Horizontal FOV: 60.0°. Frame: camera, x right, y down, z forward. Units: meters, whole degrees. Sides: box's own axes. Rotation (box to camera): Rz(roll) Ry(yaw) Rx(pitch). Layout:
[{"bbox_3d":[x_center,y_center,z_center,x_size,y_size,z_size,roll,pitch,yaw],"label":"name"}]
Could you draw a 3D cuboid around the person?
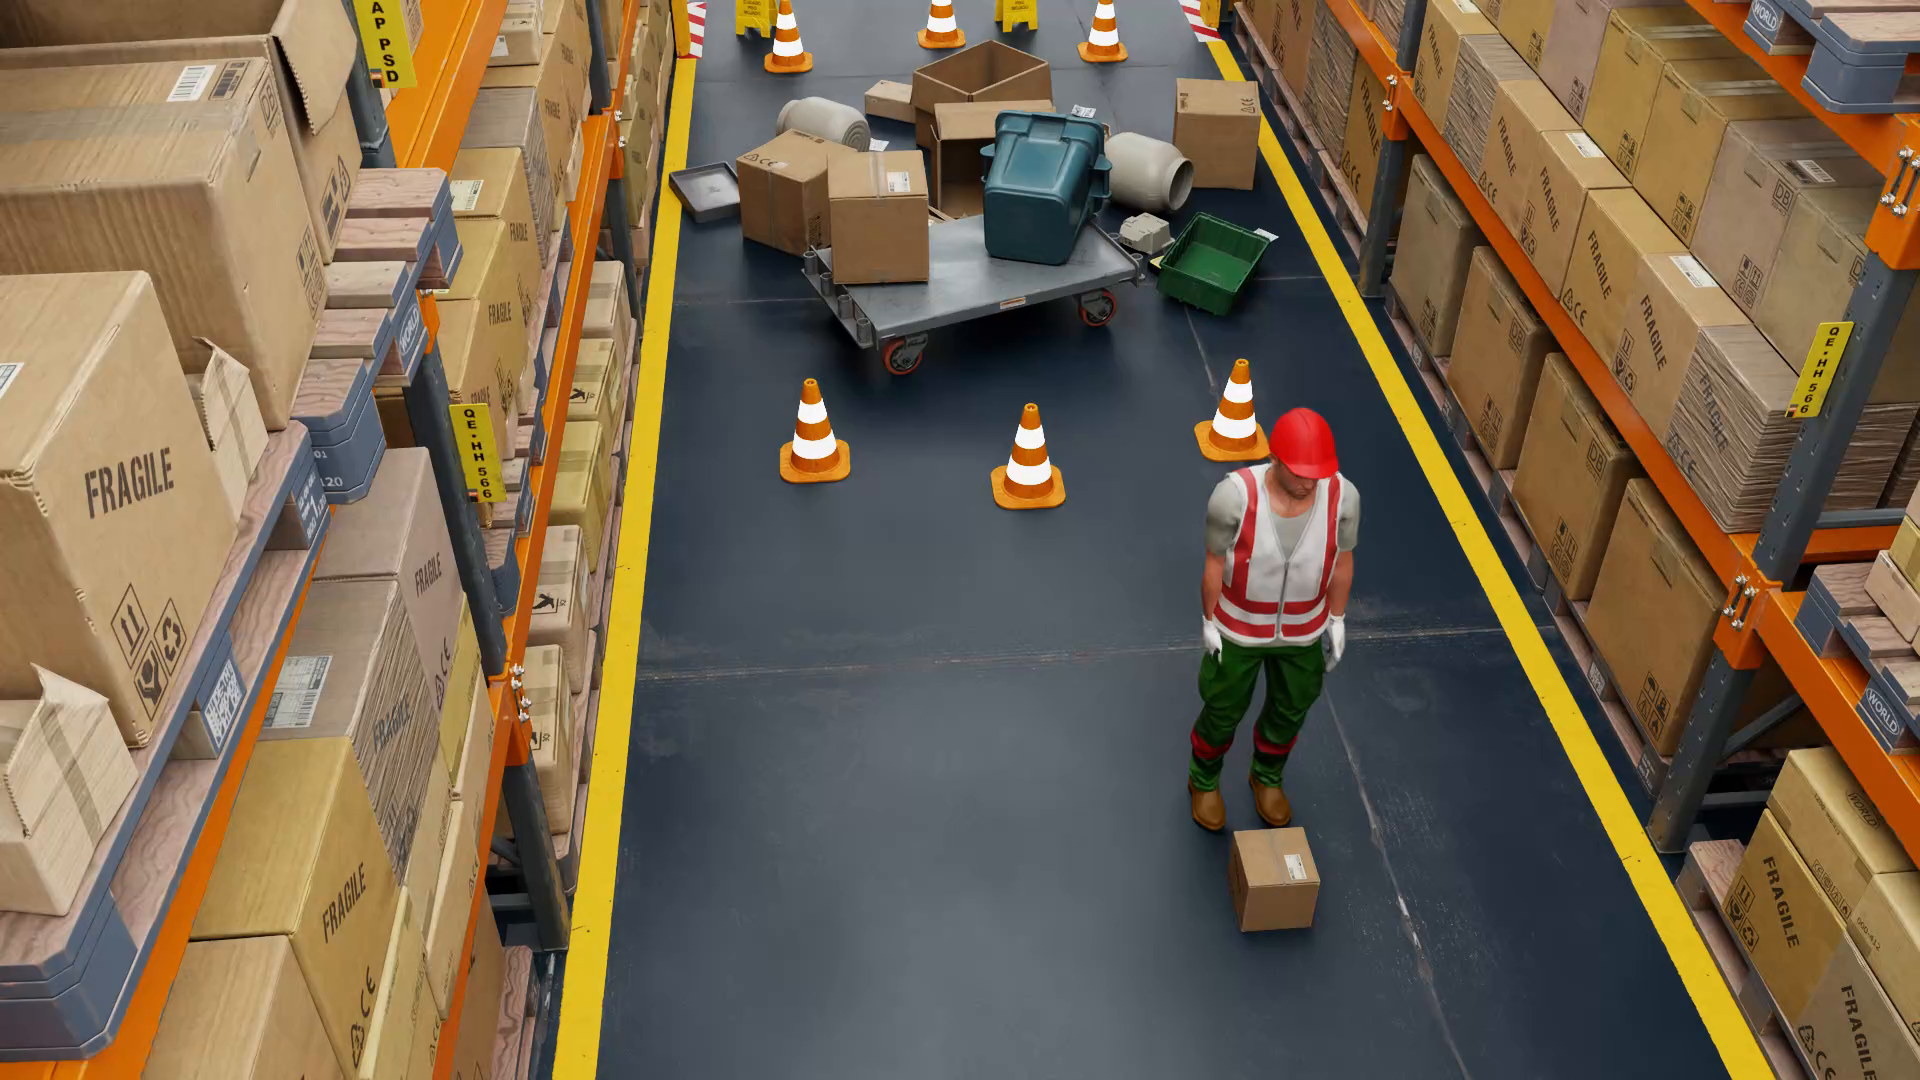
[{"bbox_3d":[1.081,0.387,5.851,0.527,1.537,0.345,-2,39,-3],"label":"person"}]
